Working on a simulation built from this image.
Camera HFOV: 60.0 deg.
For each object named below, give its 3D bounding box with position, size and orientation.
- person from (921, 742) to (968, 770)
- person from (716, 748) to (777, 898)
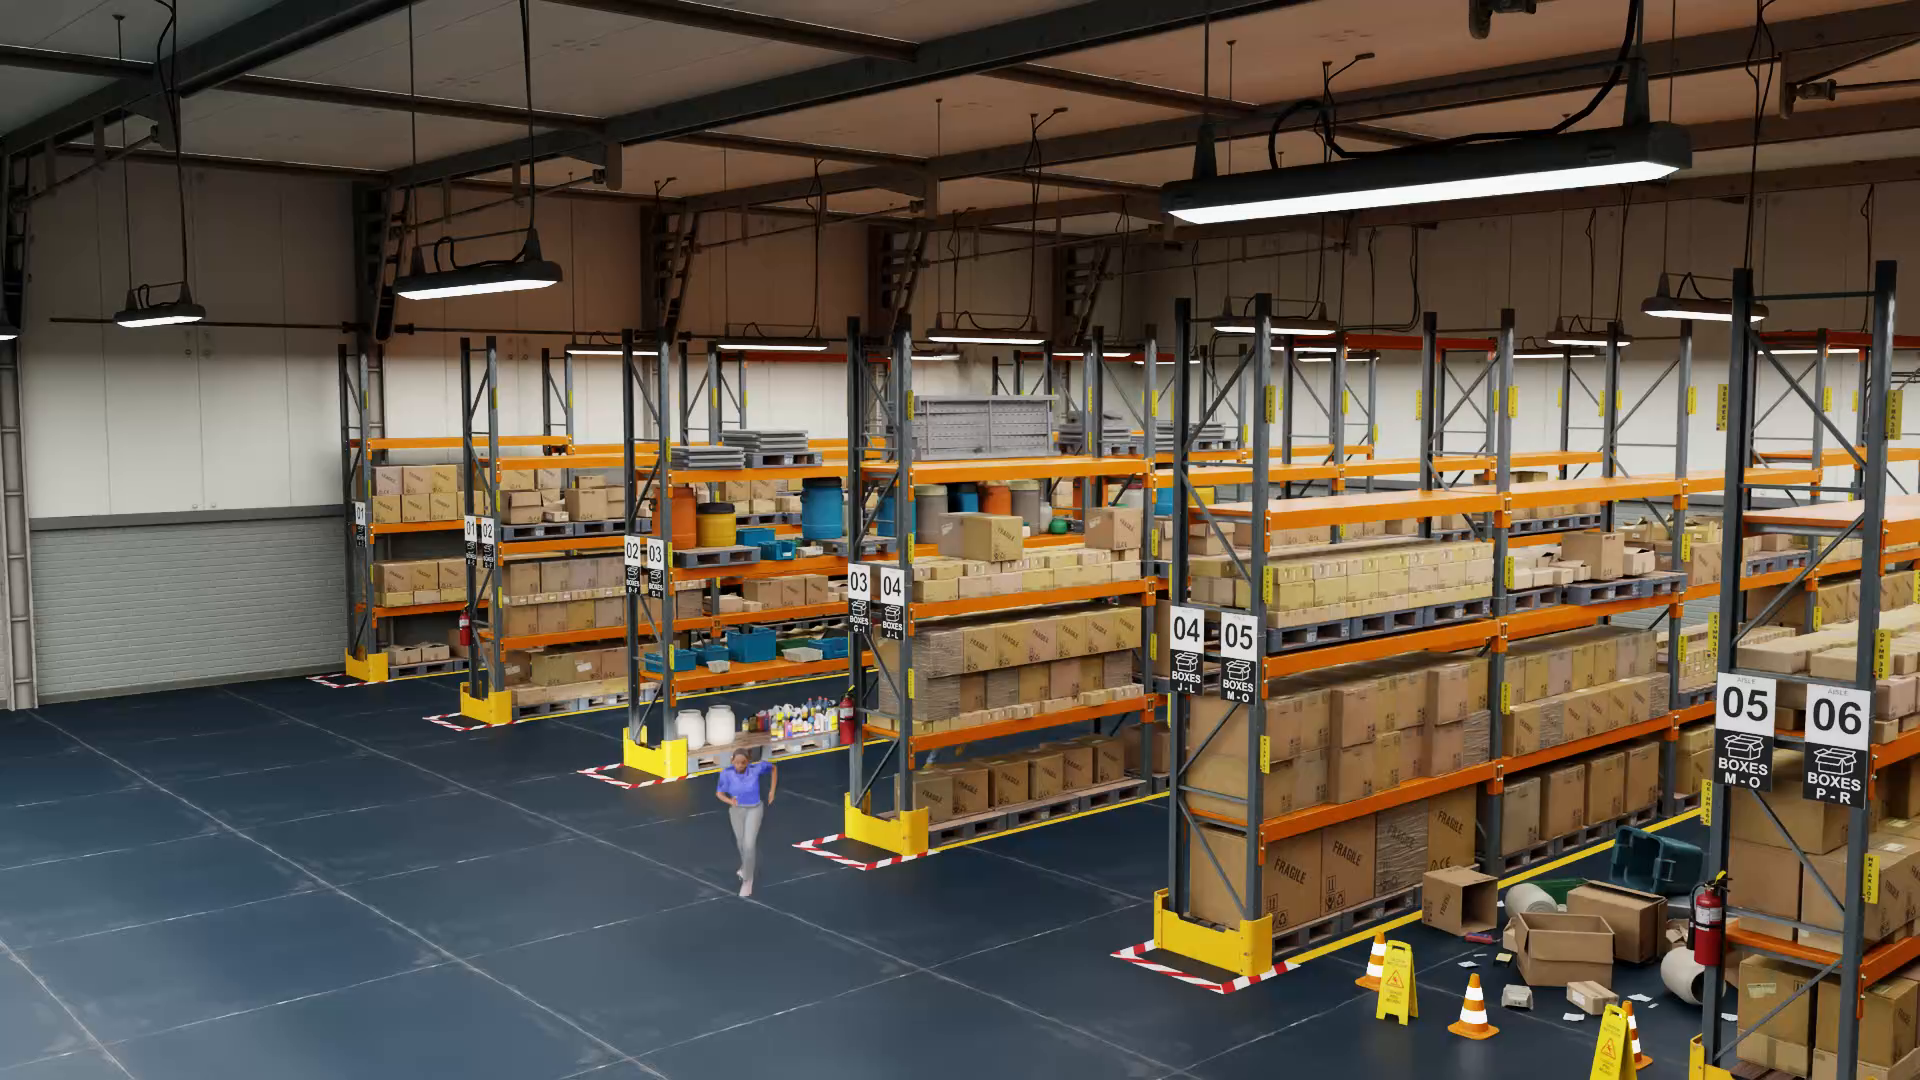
[{"bbox_3d":[-0.199,2.260,22.707,0.725,1.752,1.009,4,7,39],"label":"person"},{"bbox_3d":[-2.200,2.873,17.256,0.613,1.602,0.967,0,5,-1],"label":"person"}]
